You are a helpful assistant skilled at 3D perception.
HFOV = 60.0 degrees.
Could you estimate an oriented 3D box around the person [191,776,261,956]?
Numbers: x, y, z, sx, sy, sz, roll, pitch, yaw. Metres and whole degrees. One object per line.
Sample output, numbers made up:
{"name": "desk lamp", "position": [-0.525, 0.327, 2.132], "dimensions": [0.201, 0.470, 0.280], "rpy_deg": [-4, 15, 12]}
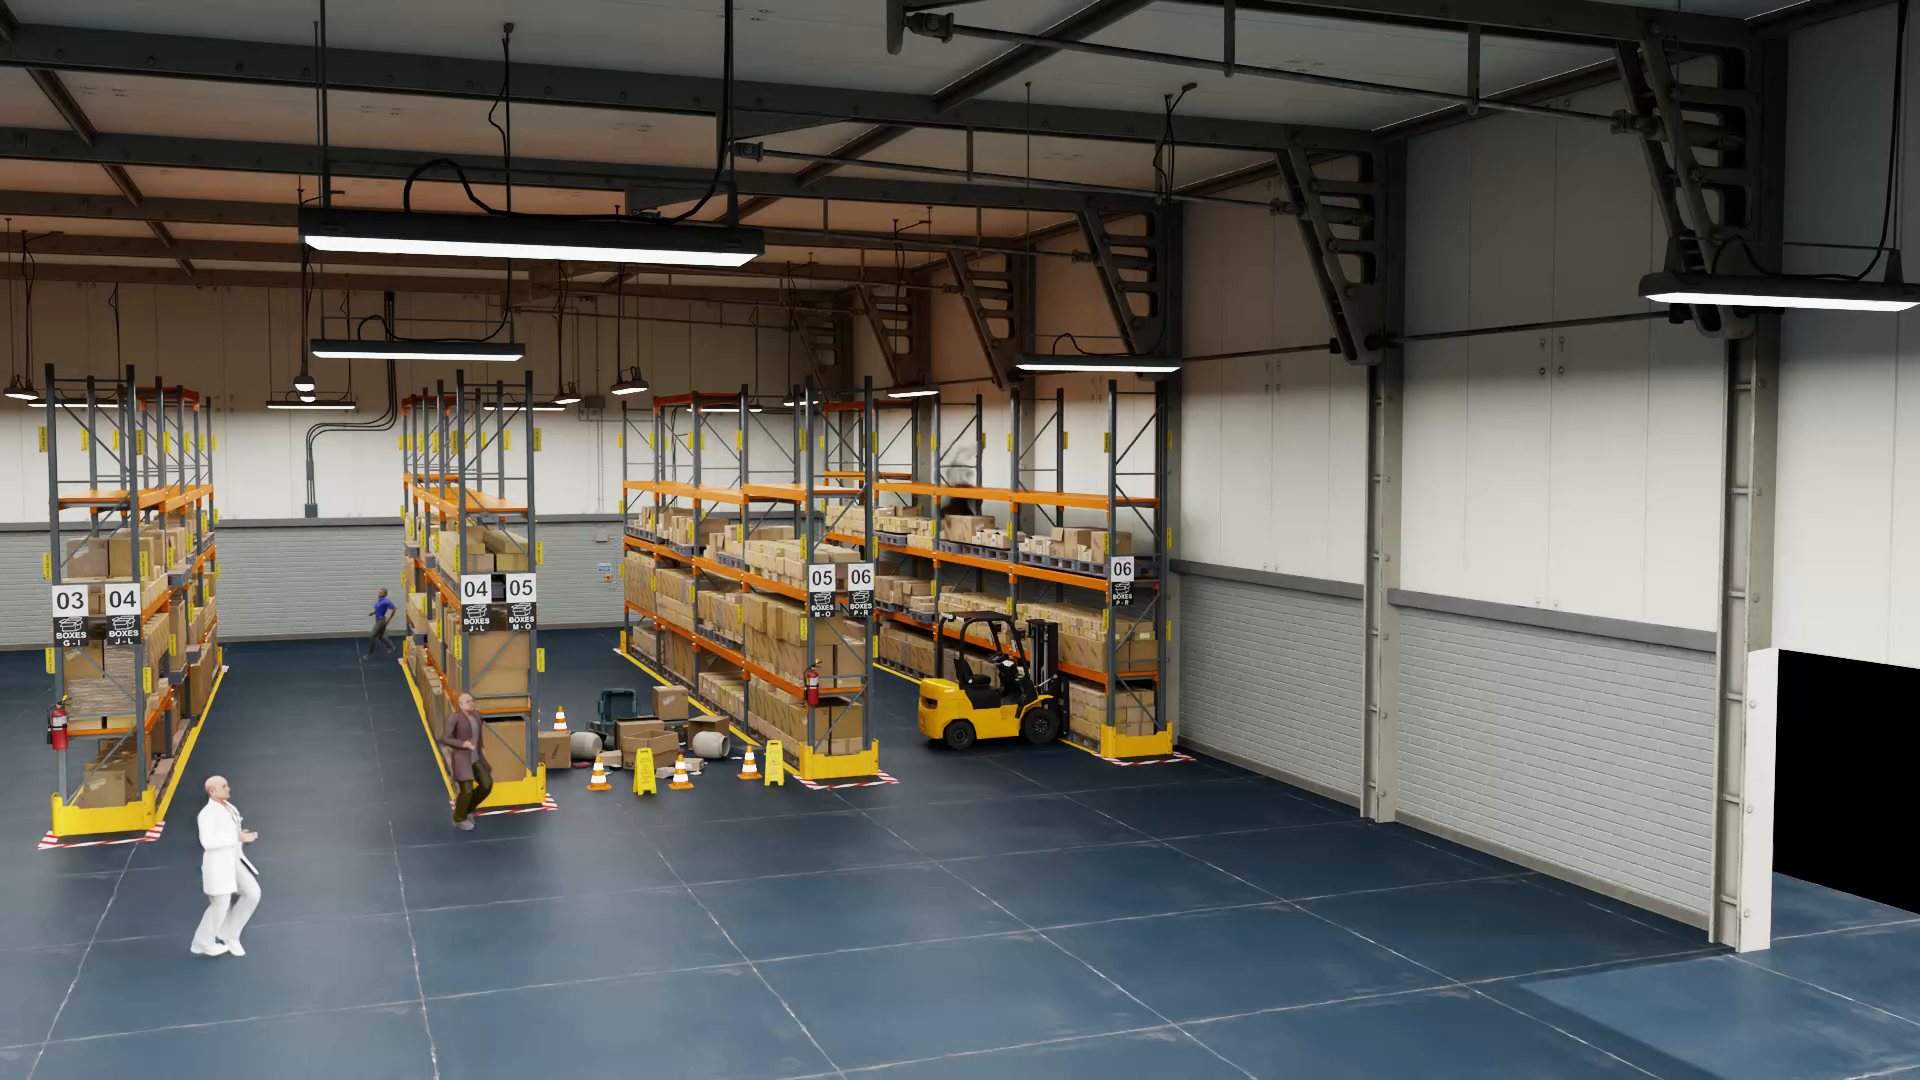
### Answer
{"name": "person", "position": [-7.112, 3.182, 16.145], "dimensions": [0.734, 1.805, 0.687], "rpy_deg": [0, 3, 4]}

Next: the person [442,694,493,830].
{"name": "person", "position": [-6.340, 2.869, 21.544], "dimensions": [0.631, 1.752, 0.731], "rpy_deg": [2, 4, 34]}

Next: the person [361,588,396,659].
{"name": "person", "position": [-13.453, 1.934, 38.612], "dimensions": [0.839, 1.656, 0.667], "rpy_deg": [-2, 4, -36]}
